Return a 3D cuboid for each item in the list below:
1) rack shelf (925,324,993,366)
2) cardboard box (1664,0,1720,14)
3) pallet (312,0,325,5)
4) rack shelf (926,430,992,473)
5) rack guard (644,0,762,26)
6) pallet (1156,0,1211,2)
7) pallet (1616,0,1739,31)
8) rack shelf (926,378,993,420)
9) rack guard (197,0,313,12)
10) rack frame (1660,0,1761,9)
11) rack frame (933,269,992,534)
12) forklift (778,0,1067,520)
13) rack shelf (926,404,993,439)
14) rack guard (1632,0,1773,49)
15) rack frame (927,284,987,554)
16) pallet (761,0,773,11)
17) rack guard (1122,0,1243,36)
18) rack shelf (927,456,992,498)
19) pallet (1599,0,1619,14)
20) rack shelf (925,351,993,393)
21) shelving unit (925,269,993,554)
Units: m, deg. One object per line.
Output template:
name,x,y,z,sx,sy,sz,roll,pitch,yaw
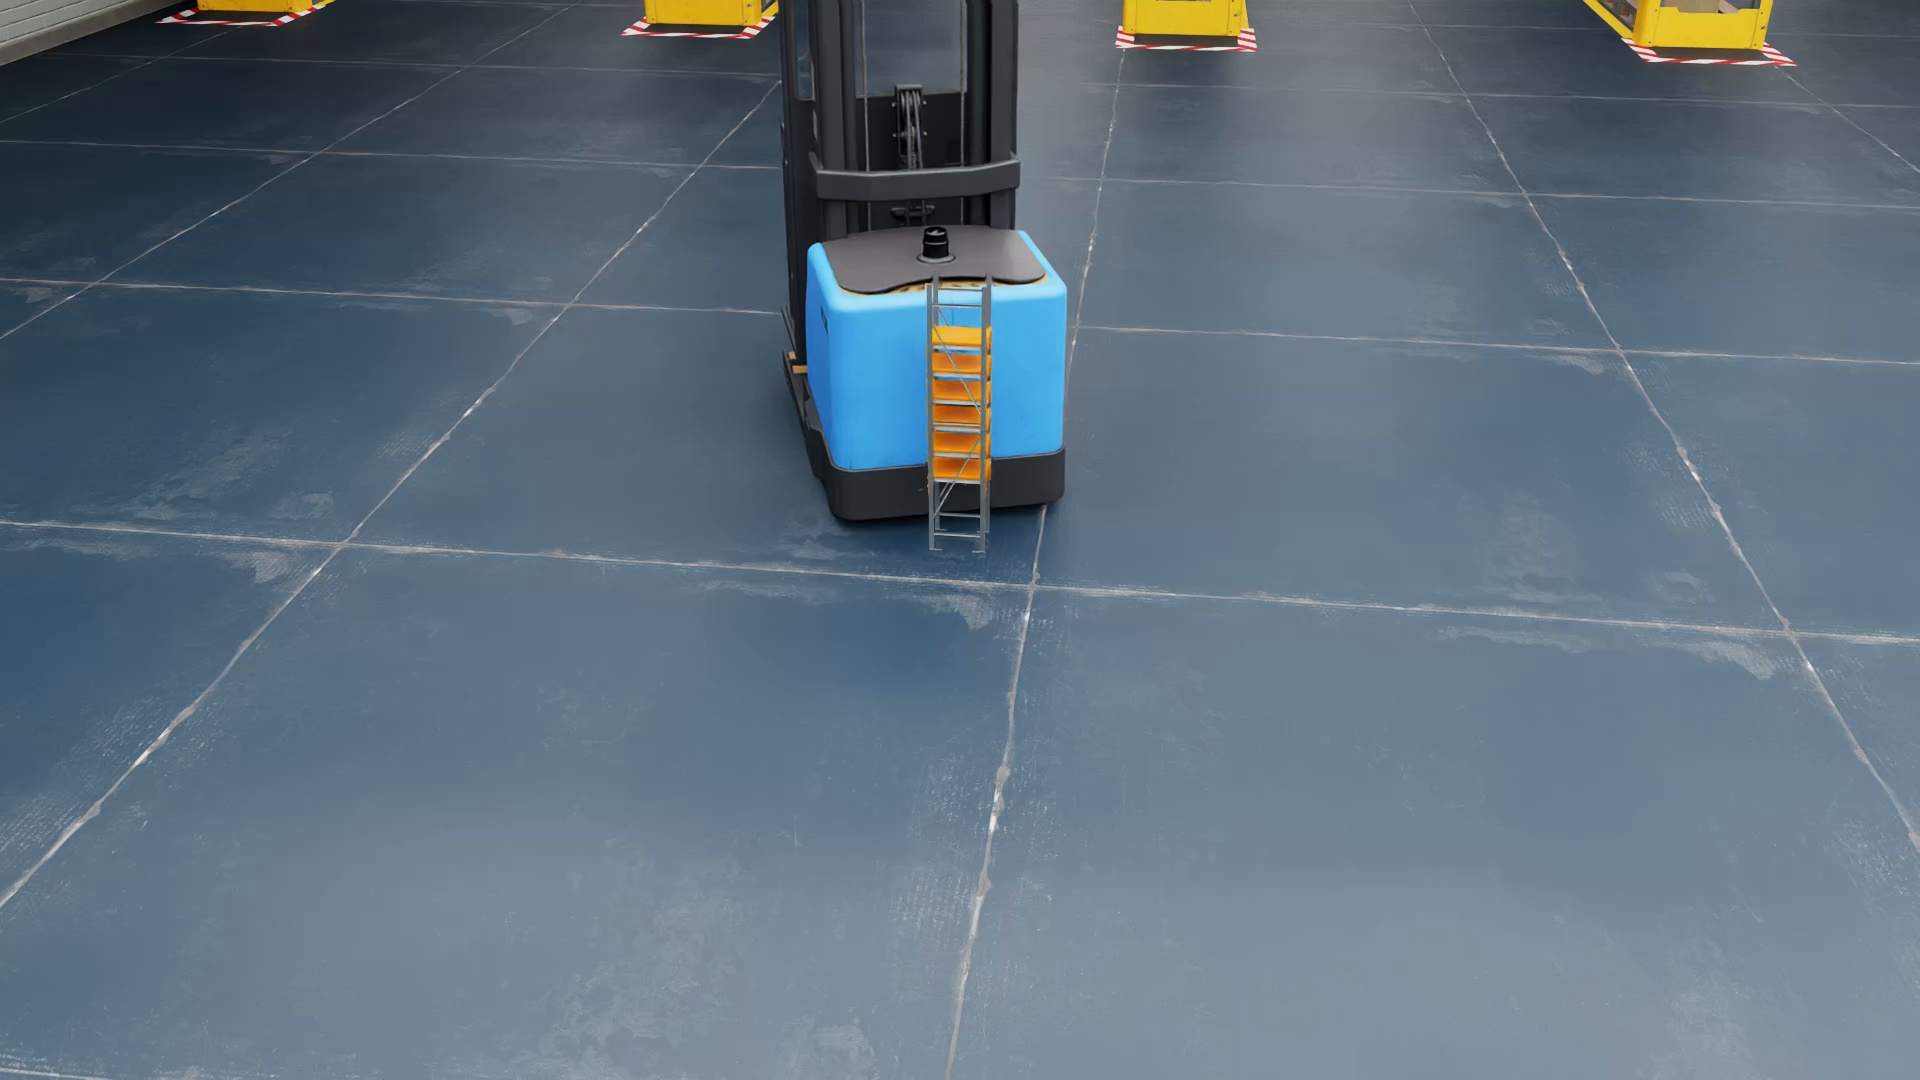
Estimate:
rack shelf,-0.002,-0.799,6.803,0.258,0.103,0.180,3,28,6
cardboard box,7.277,-5.505,16.498,0.500,0.500,0.500,9,30,16
pallet,-7.420,-6.180,18.498,1.003,0.211,1.213,3,28,6
rack shelf,-0.002,-0.377,7.031,0.258,0.103,0.180,3,28,6
rack guard,-2.650,-5.593,17.105,1.175,0.500,0.348,3,28,6
pallet,2.336,-5.608,17.438,1.003,0.211,1.213,3,28,6
pallet,7.328,-5.316,16.895,1.003,0.211,1.213,3,28,6
rack shelf,-0.002,-0.588,6.917,0.258,0.103,0.180,3,28,6
rack guard,-7.555,-5.927,17.724,1.175,0.500,0.348,3,28,6
rack frame,7.184,-6.128,15.461,1.000,3.000,0.127,3,28,6
rack frame,0.009,-0.564,7.033,0.240,1.200,0.006,3,28,6
forklift,-0.324,-2.056,7.977,1.130,2.935,3.031,-5,29,-10
rack shelf,-0.002,-0.482,6.974,0.258,0.103,0.180,3,28,6
rack guard,7.193,-5.063,16.121,1.175,0.500,0.348,3,28,6
rack frame,-0.013,-0.478,6.873,0.240,1.200,0.006,3,28,6
pallet,-2.595,-5.840,17.867,1.003,0.211,1.213,3,28,6
rack guard,2.231,-5.354,16.660,1.175,0.500,0.348,3,28,6
rack shelf,-0.002,-0.271,7.088,0.258,0.103,0.180,3,28,6
pallet,7.480,-5.889,17.958,1.003,0.211,1.213,3,28,6
rack shelf,-0.002,-0.694,6.860,0.258,0.103,0.180,3,28,6
shelving unit,-0.002,-0.521,6.953,0.258,1.200,0.189,3,28,6
